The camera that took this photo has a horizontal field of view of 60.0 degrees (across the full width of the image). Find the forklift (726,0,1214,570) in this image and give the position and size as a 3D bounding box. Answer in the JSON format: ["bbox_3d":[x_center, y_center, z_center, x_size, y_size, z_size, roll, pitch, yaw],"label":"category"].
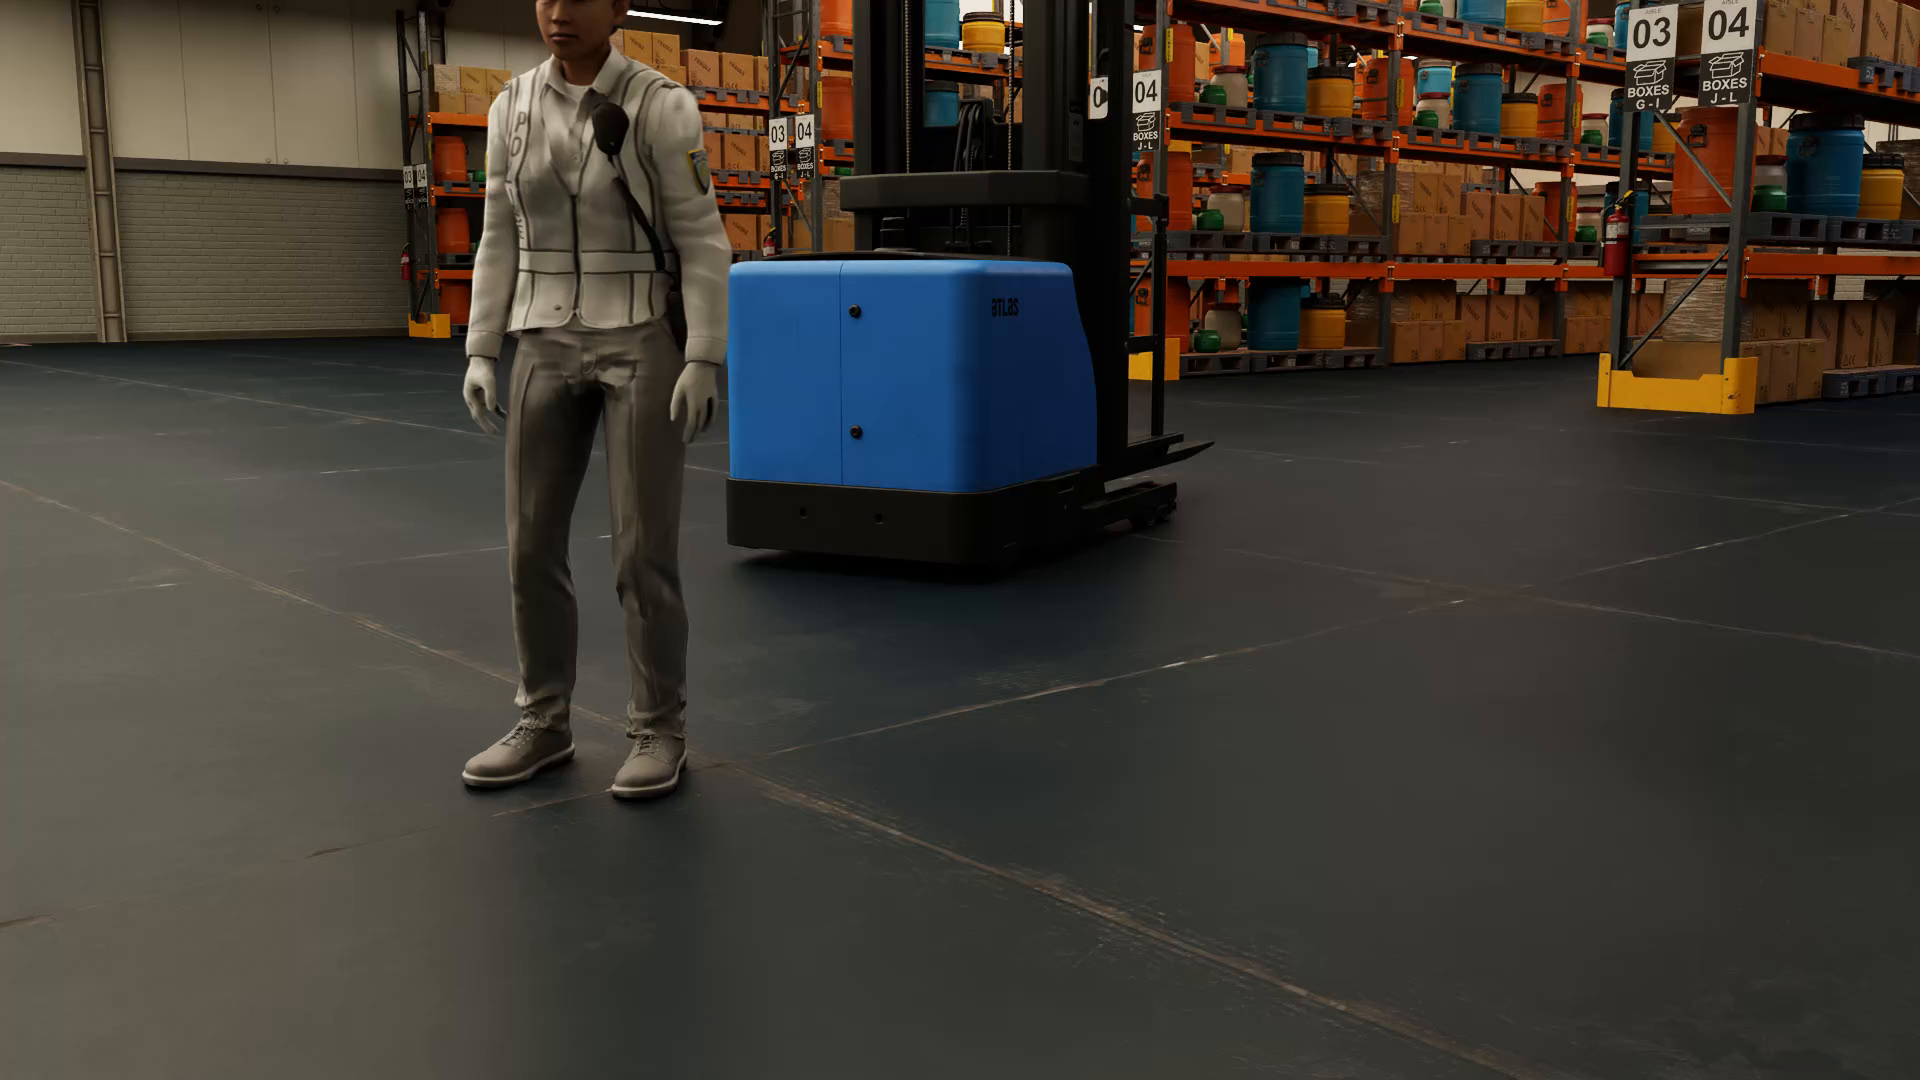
[{"bbox_3d":[0.275,-1.531,6.852,1.130,2.935,3.031,4,10,26],"label":"forklift"}]

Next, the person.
[{"bbox_3d":[-0.717,-0.339,3.292,0.544,1.666,0.371,2,9,12],"label":"person"}]
